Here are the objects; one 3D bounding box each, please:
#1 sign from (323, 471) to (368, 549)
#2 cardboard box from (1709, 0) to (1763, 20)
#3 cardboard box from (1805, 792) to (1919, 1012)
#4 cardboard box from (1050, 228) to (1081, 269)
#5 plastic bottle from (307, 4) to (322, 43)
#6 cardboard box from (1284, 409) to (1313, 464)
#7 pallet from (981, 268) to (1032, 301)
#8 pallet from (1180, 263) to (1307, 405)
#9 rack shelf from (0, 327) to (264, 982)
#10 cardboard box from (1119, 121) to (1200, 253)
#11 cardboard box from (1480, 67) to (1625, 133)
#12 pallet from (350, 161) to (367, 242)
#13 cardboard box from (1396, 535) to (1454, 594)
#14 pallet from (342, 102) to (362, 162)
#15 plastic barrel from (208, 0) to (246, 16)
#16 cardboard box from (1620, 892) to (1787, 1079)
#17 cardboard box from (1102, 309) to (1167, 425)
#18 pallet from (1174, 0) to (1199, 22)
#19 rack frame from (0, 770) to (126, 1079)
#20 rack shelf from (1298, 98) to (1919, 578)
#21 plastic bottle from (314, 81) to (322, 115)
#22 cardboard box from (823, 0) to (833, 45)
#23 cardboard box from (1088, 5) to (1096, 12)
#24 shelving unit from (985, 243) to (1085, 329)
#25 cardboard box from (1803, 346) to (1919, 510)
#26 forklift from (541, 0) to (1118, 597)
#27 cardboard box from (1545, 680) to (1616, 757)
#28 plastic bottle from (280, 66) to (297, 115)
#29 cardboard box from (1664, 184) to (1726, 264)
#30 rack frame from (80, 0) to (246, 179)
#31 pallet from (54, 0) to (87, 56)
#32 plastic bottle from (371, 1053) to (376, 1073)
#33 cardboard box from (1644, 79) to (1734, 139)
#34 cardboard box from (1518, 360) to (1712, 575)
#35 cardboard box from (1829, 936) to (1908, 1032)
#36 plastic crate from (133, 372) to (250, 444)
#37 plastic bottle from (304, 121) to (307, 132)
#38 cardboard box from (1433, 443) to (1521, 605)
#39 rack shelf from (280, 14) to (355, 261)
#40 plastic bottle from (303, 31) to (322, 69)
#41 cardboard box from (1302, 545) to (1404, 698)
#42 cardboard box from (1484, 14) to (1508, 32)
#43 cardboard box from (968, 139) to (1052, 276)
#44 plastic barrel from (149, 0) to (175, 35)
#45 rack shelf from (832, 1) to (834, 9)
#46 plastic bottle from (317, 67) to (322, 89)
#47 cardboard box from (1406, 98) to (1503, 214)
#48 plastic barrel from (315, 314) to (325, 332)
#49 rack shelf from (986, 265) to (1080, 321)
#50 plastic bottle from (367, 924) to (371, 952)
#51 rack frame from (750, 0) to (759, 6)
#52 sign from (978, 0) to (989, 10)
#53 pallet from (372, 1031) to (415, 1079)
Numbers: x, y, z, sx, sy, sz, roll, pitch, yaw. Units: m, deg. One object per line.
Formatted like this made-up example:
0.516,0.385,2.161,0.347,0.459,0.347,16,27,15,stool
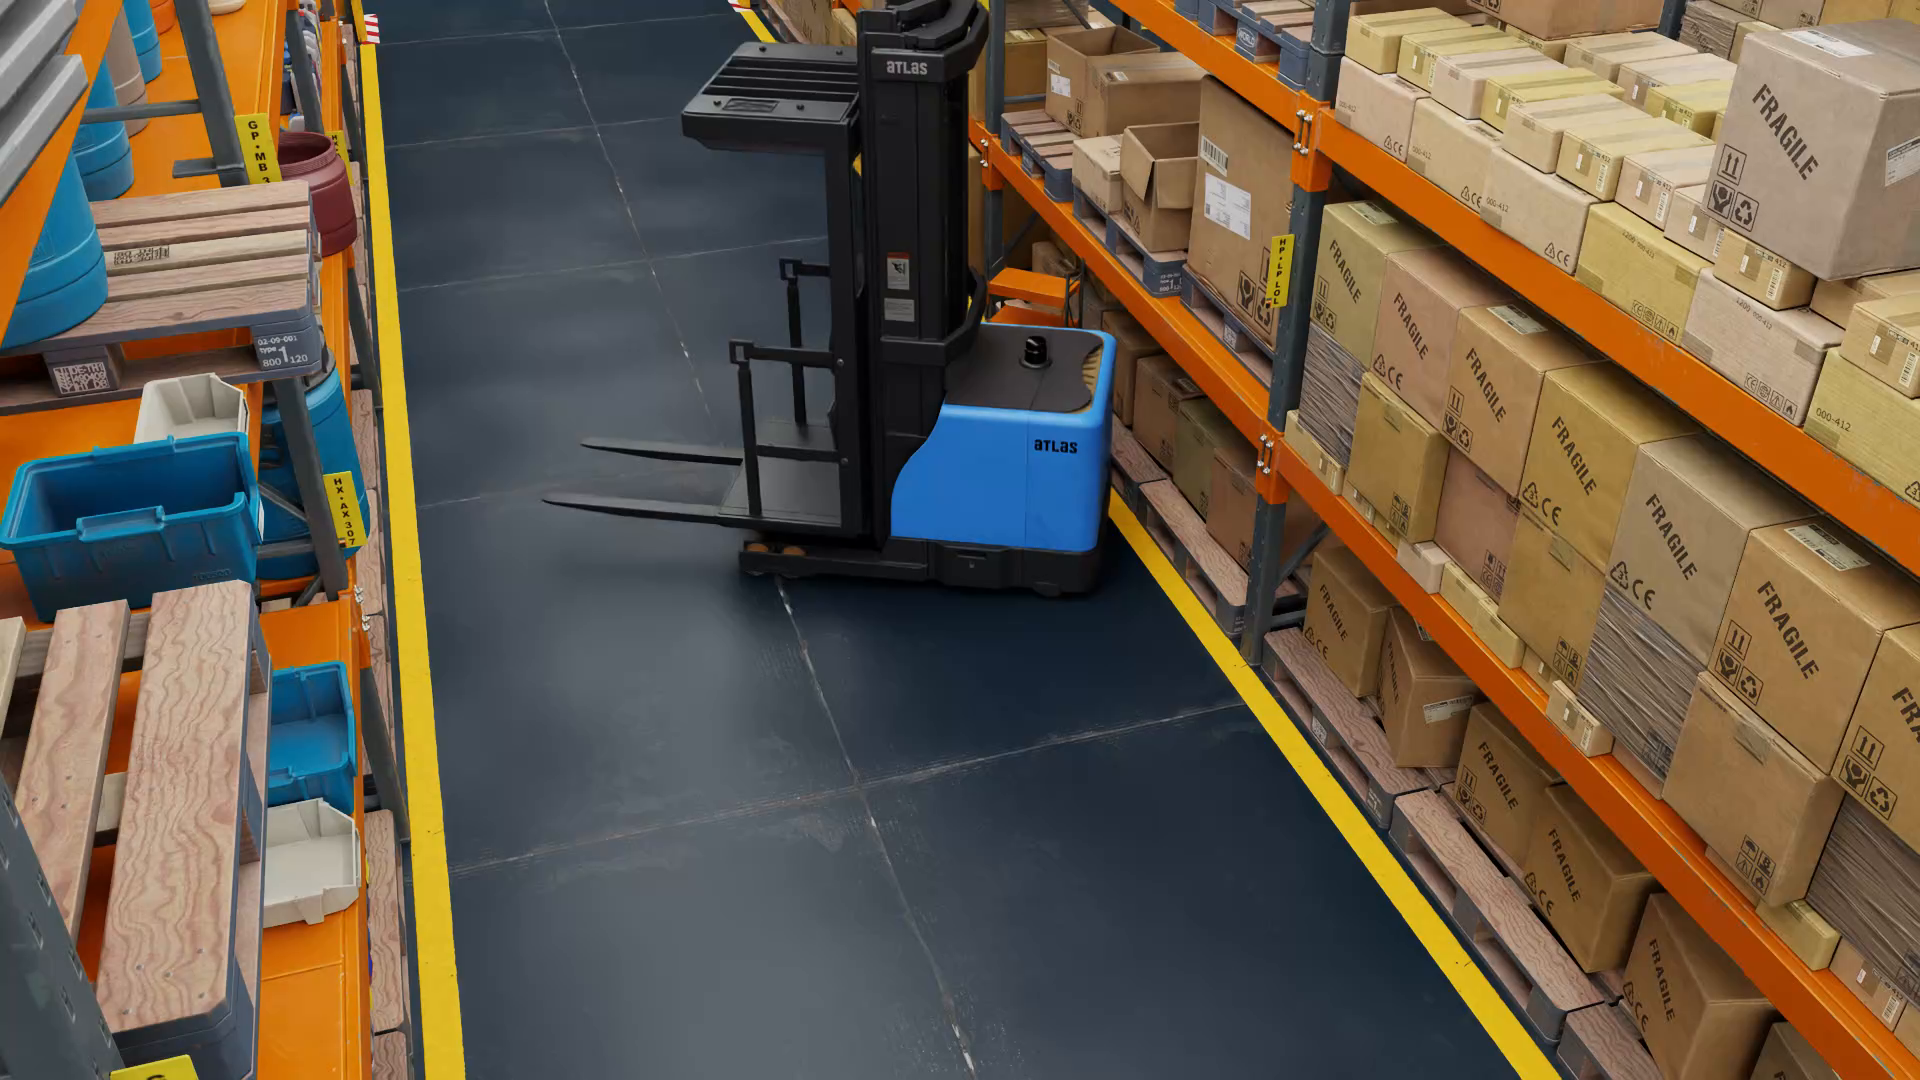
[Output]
-2.316,-0.111,6.266,0.100,0.325,0.005,-10,35,-15,sign
5.536,-3.845,11.169,0.700,0.500,0.500,-10,35,-15,cardboard box
2.953,0.899,4.628,0.875,0.500,0.500,-10,35,-15,cardboard box
0.887,-1.949,10.486,0.500,0.250,0.500,-9,34,-13,cardboard box
-4.741,-3.794,12.197,0.061,0.283,0.133,-10,35,-15,plastic bottle
1.653,-0.474,7.294,0.380,0.149,0.250,-10,35,-15,cardboard box
0.485,-2.105,12.064,1.003,0.211,1.213,-10,35,-15,pallet
1.779,-1.088,8.169,1.003,0.211,1.213,-10,35,-15,pallet
-2.233,0.190,3.993,1.077,0.370,4.000,-10,35,-15,rack shelf
1.257,-1.855,8.681,0.797,0.503,0.637,-7,34,-10,cardboard box
2.004,-1.479,5.640,0.380,0.149,0.250,-9,35,-13,cardboard box
-5.087,-2.534,12.713,1.003,0.211,1.213,-10,35,-15,pallet
1.942,0.054,6.495,0.380,0.149,0.250,-10,35,-15,cardboard box
-5.544,-3.326,13.911,1.003,0.211,1.213,-10,35,-15,pallet
-3.453,-2.575,7.650,0.301,0.262,0.301,0,33,0,plastic barrel
2.705,1.587,5.833,0.500,0.500,0.500,-1,33,-2,cardboard box
1.238,-1.049,9.804,0.700,0.500,0.500,-7,34,-11,cardboard box
1.468,-2.801,8.037,1.213,0.211,1.003,-10,35,-15,pallet
-1.620,-0.313,1.380,0.949,2.616,0.053,-10,35,-15,rack frame
2.484,-0.643,5.254,1.077,0.370,4.000,-10,35,-15,rack shelf
-4.249,-2.909,10.868,0.097,0.271,0.097,0,33,0,plastic bottle
-0.691,-4.591,14.843,0.875,0.875,0.875,-10,35,-15,cardboard box
0.605,-3.455,11.487,0.500,0.500,0.500,-11,35,-16,cardboard box
0.419,-1.068,9.597,0.503,1.200,0.258,15,36,21,shelving unit
2.550,-0.303,4.222,0.500,0.250,0.500,-10,35,-14,cardboard box
-0.719,-1.303,8.382,3.031,2.935,1.130,5,34,8,forklift
2.253,0.578,5.702,0.380,0.149,0.250,-10,35,-15,cardboard box
-4.459,-2.987,10.913,0.144,0.351,0.185,-10,35,-15,plastic bottle
2.283,-0.927,4.804,0.380,0.149,0.250,-12,35,-17,cardboard box
-2.843,-2.412,4.557,1.000,3.000,0.127,-10,35,-15,rack frame
-2.189,-1.097,3.101,1.003,0.211,1.213,-10,35,-15,pallet
-2.107,1.778,5.797,0.097,0.201,0.097,0,33,0,plastic bottle
2.519,-1.414,5.542,0.380,0.149,0.250,-9,34,-13,cardboard box
2.238,-0.261,5.475,0.500,0.500,0.500,-10,35,-15,cardboard box
2.735,1.217,4.735,0.380,0.149,0.250,-10,35,-15,cardboard box
-1.968,-0.276,4.285,0.243,0.136,0.396,-10,35,-15,plastic crate
-3.944,-2.422,10.120,0.061,0.283,0.133,-10,35,-15,plastic bottle
2.320,-0.147,6.211,0.875,0.500,0.500,-10,35,-15,cardboard box
-4.673,-2.759,11.177,1.077,0.370,4.000,-10,35,-15,rack shelf
-4.590,-3.448,11.680,0.152,0.276,0.135,-10,35,-15,plastic bottle
1.958,0.342,7.717,0.500,0.500,0.500,-11,35,-16,cardboard box
2.248,-1.975,6.391,0.380,0.149,0.250,-9,35,-13,cardboard box
0.463,-2.497,11.673,1.225,0.875,0.875,-12,35,-17,cardboard box
-3.820,-2.629,7.217,0.600,0.830,0.708,-10,35,-15,plastic barrel
-1.176,-5.692,15.615,1.077,0.370,4.000,-10,35,-15,rack shelf
-4.417,-3.169,11.324,0.097,0.201,0.097,0,33,0,plastic bottle
1.934,-1.375,5.844,0.500,0.250,0.500,-10,35,-15,cardboard box
-3.282,-1.117,7.916,0.433,0.535,0.433,0,33,0,plastic barrel
0.419,-1.396,9.380,0.480,0.148,0.258,15,36,21,rack shelf
-2.313,1.403,6.229,0.144,0.351,0.185,-12,35,-17,plastic bottle
-1.786,-7.042,17.006,1.000,3.000,0.127,-10,35,-15,rack frame
0.126,-3.230,10.187,0.100,0.325,0.005,-10,35,-15,sign
-2.302,2.256,5.465,1.003,0.211,1.213,-10,35,-15,pallet
